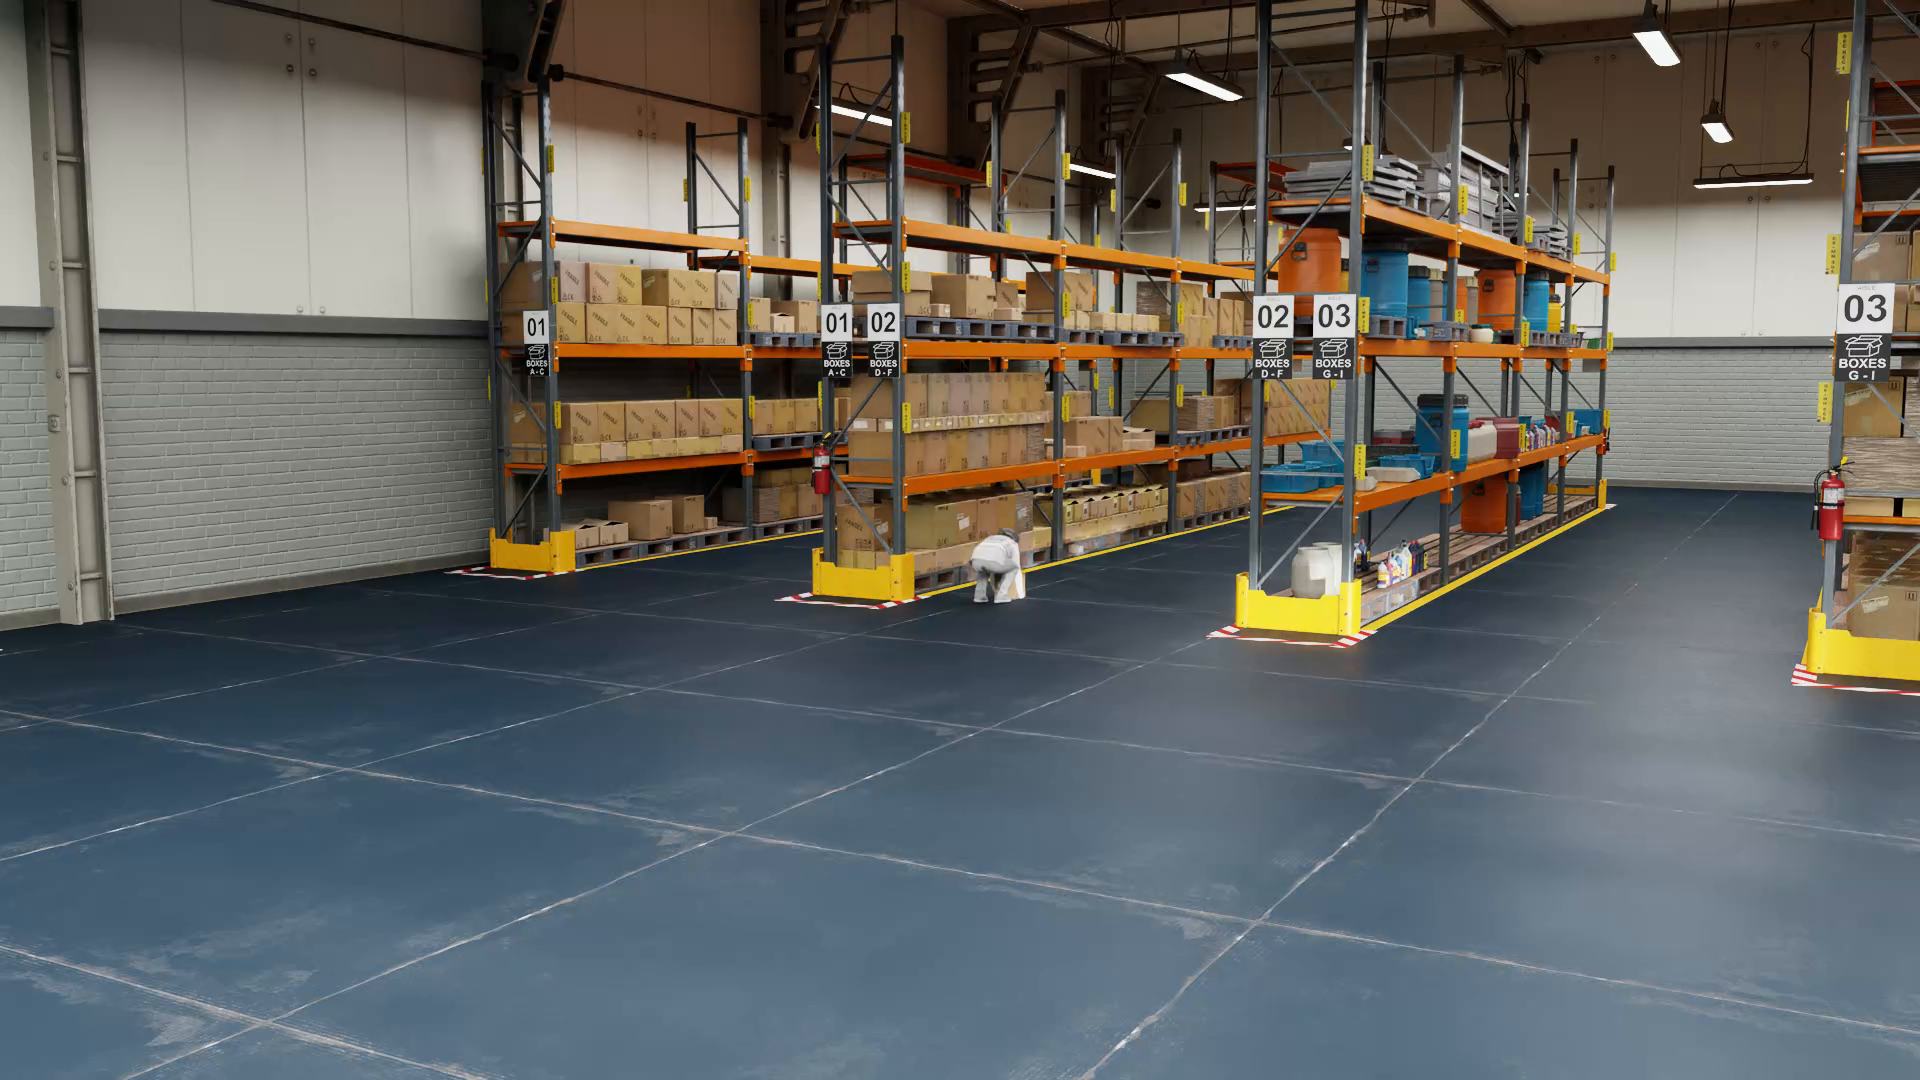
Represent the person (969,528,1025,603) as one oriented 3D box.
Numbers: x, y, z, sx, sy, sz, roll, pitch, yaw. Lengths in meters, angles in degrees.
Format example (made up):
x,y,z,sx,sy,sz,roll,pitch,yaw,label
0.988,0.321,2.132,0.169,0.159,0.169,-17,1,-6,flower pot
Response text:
x,y,z,sx,sy,sz,roll,pitch,yaw,label
0.406,0.289,18.005,0.450,0.783,0.908,3,7,25,person
